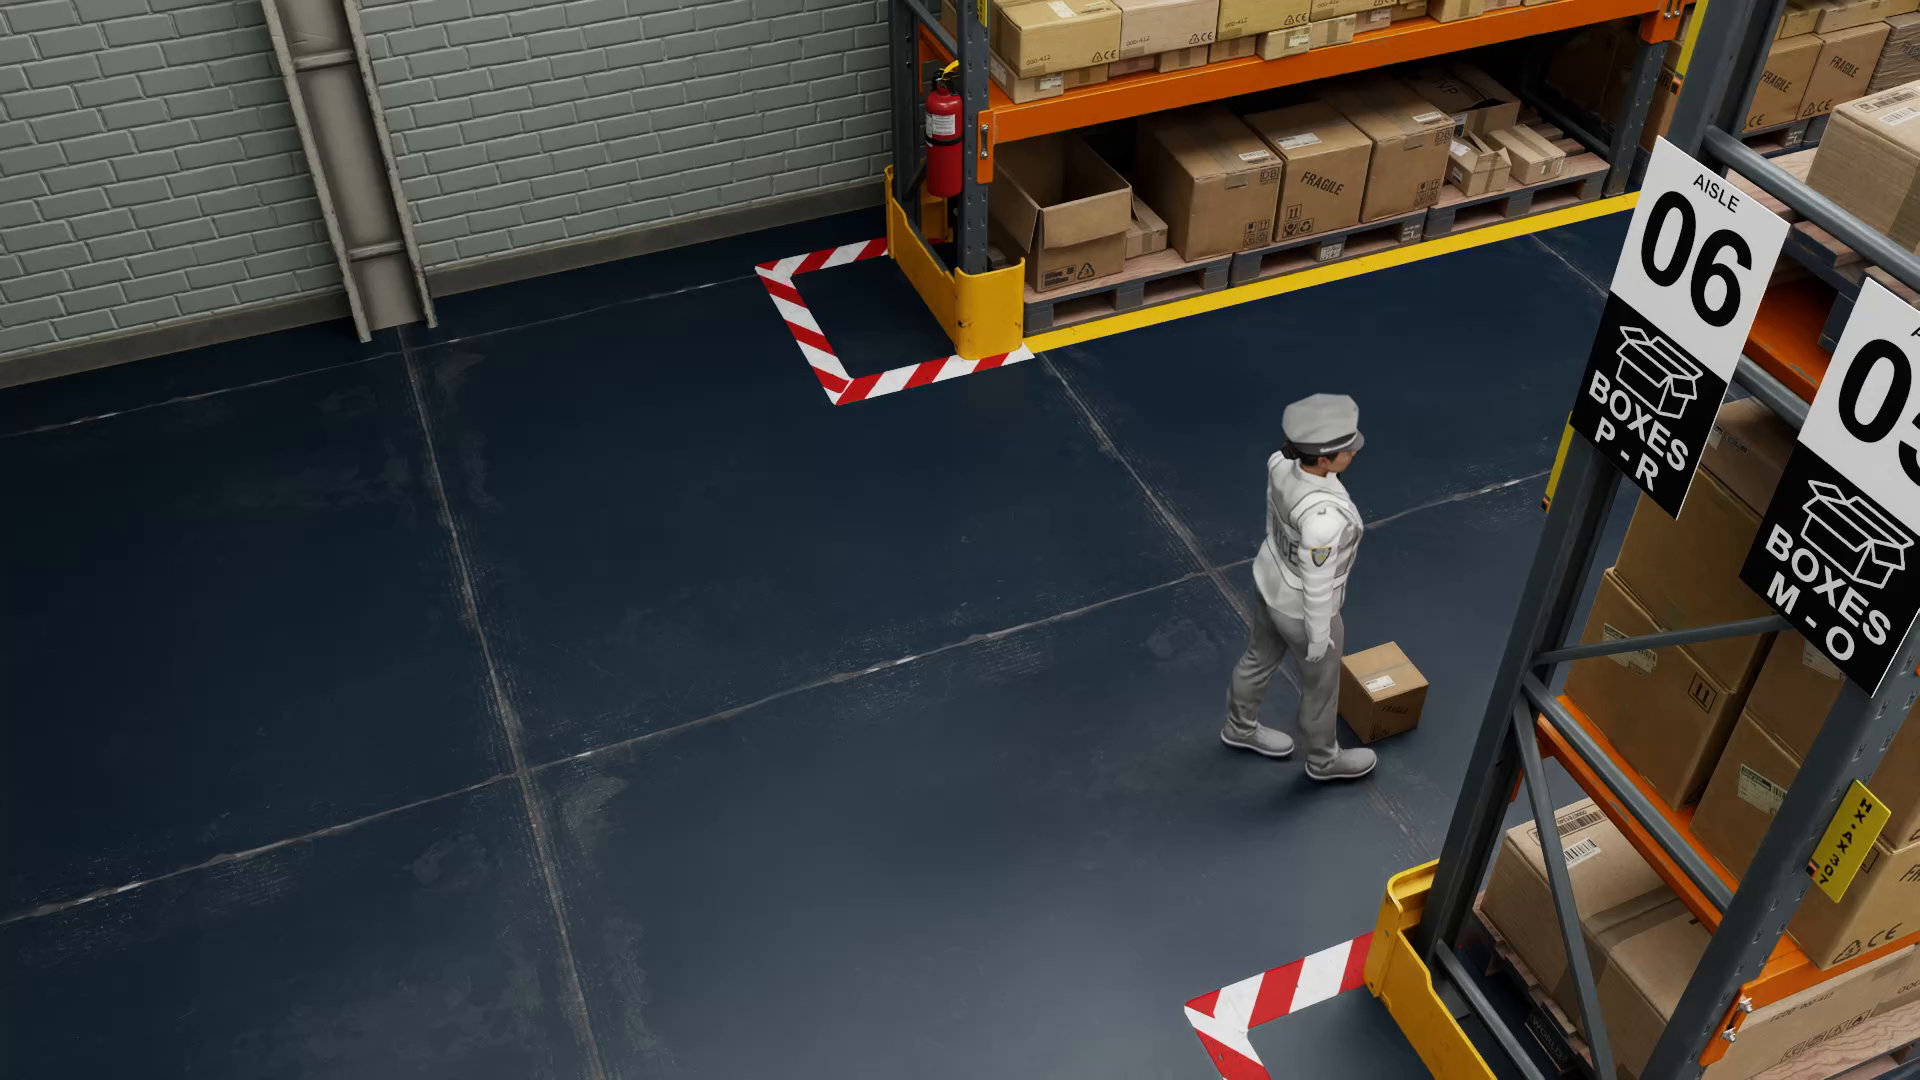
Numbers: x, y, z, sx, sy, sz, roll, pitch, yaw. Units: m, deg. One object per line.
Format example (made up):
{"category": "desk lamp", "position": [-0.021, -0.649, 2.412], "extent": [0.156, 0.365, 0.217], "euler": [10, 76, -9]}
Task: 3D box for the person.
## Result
{"category": "person", "position": [1.310, 0.183, 5.938], "extent": [0.544, 1.677, 0.487], "euler": [-7, 43, -8]}
